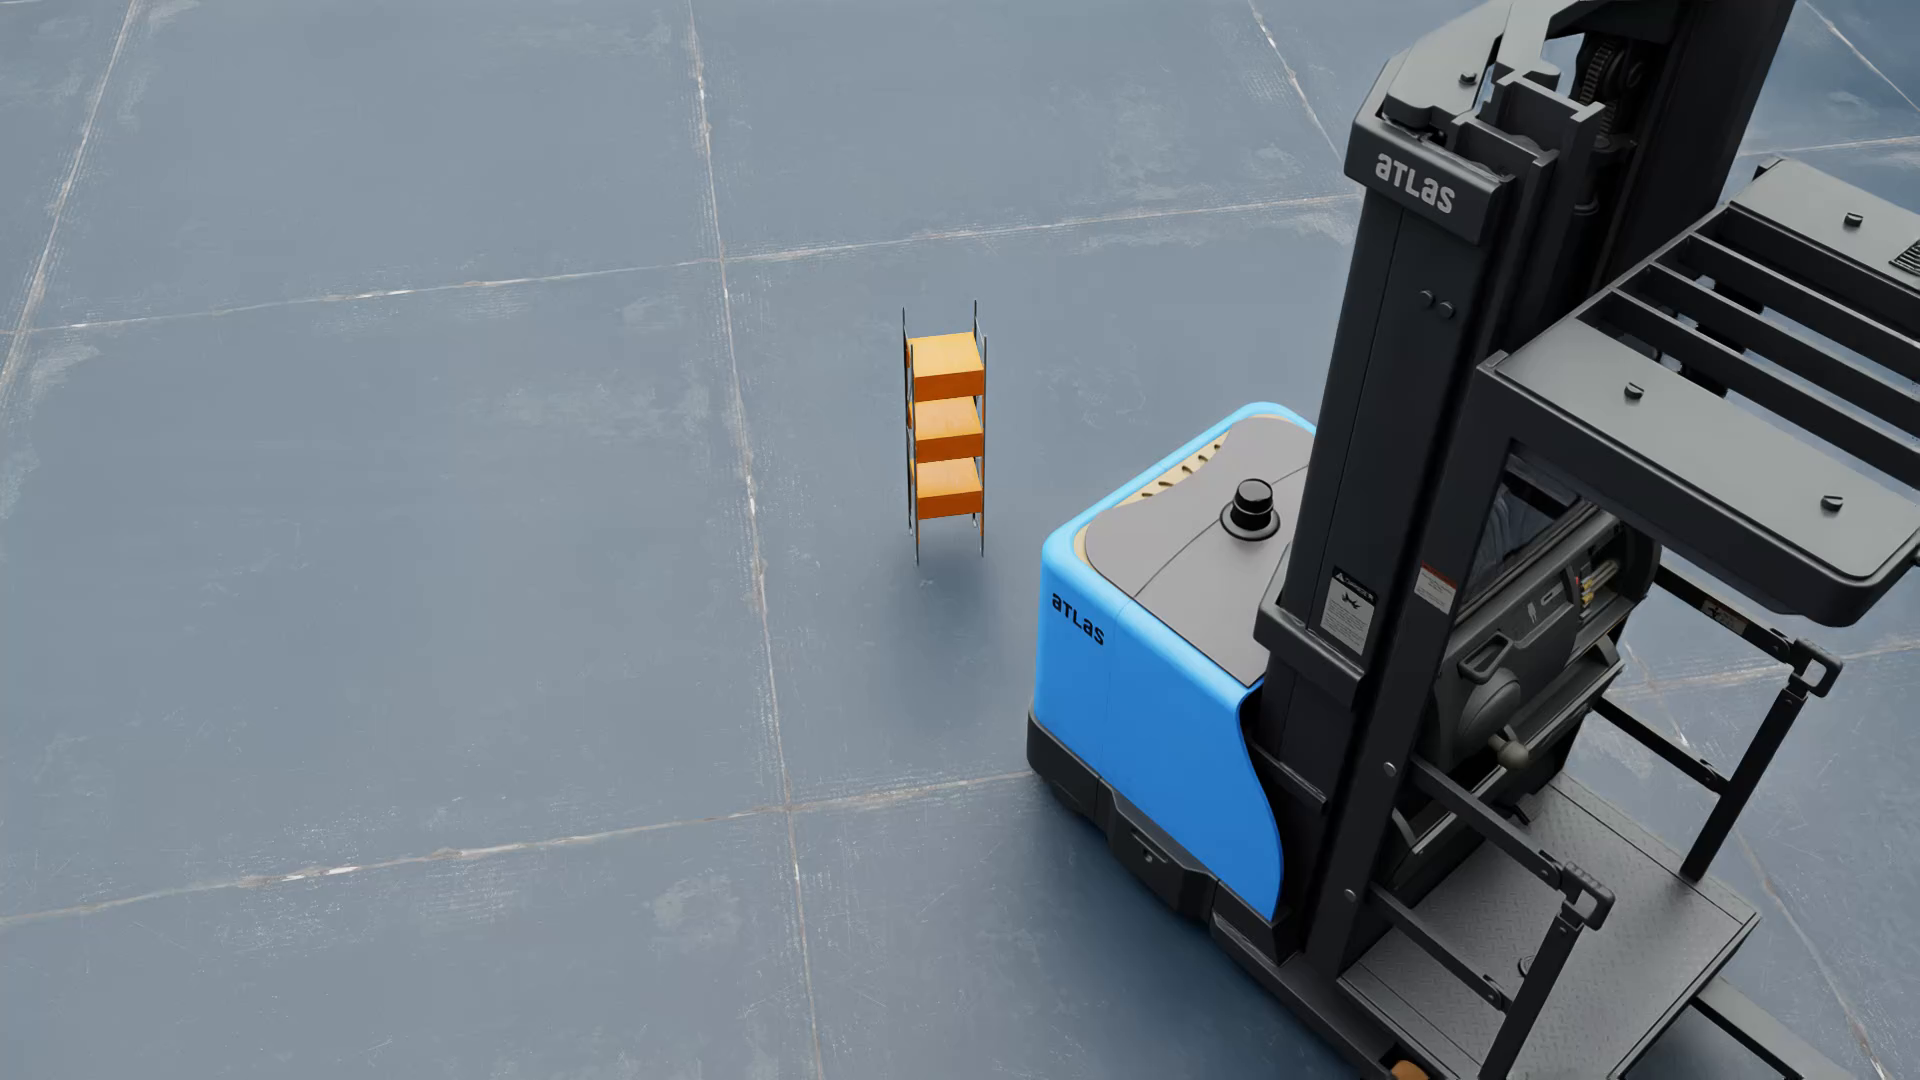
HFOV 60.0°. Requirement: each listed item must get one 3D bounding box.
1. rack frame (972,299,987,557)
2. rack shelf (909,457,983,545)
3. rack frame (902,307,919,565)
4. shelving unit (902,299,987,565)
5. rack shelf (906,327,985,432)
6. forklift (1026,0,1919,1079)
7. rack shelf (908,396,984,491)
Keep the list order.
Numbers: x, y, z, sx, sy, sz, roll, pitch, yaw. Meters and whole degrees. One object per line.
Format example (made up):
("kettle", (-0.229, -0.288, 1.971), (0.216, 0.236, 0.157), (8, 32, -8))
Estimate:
("rack frame", (0.067, -0.373, 5.880), (0.008, 1.050, 0.200), (-7, 46, -7))
("rack shelf", (-0.053, -0.158, 6.073), (0.240, 0.259, 0.215), (-7, 46, -7))
("rack frame", (-0.173, -0.343, 5.851), (0.008, 1.050, 0.200), (-7, 46, -7))
("shelving unit", (-0.053, -0.358, 5.866), (0.252, 1.050, 0.215), (-7, 46, -7))
("rack shelf", (-0.053, -0.547, 5.669), (0.240, 0.259, 0.215), (-7, 46, -7))
("forklift", (1.573, 0.294, 3.932), (1.130, 2.935, 3.031), (-33, 54, -27))
("rack shelf", (-0.053, -0.350, 5.873), (0.240, 0.259, 0.215), (-7, 46, -7))
